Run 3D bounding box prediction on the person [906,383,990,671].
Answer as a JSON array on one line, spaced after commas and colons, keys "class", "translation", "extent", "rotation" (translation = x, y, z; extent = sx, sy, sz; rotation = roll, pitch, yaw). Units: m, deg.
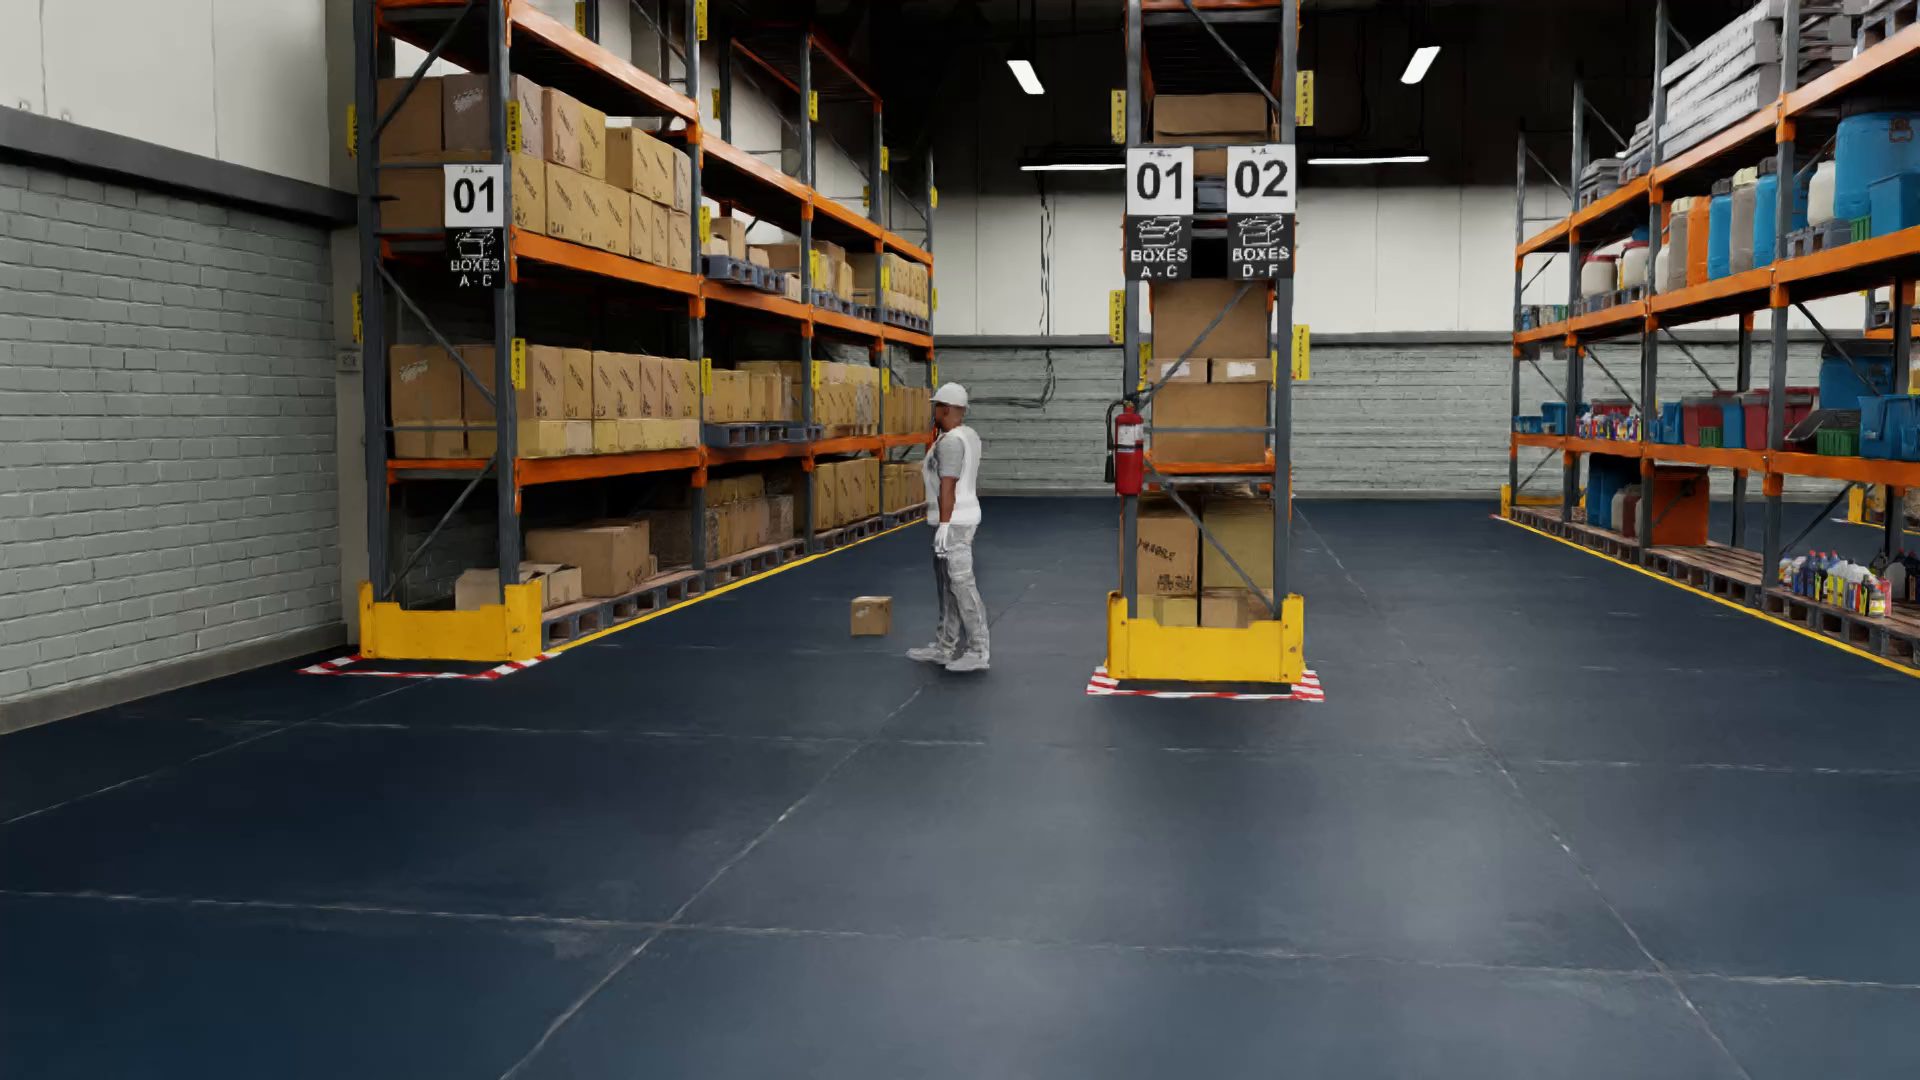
[{"class": "person", "translation": [-0.076, -0.093, 10.476], "extent": [0.589, 1.787, 0.734], "rotation": [1, 4, 10]}]
